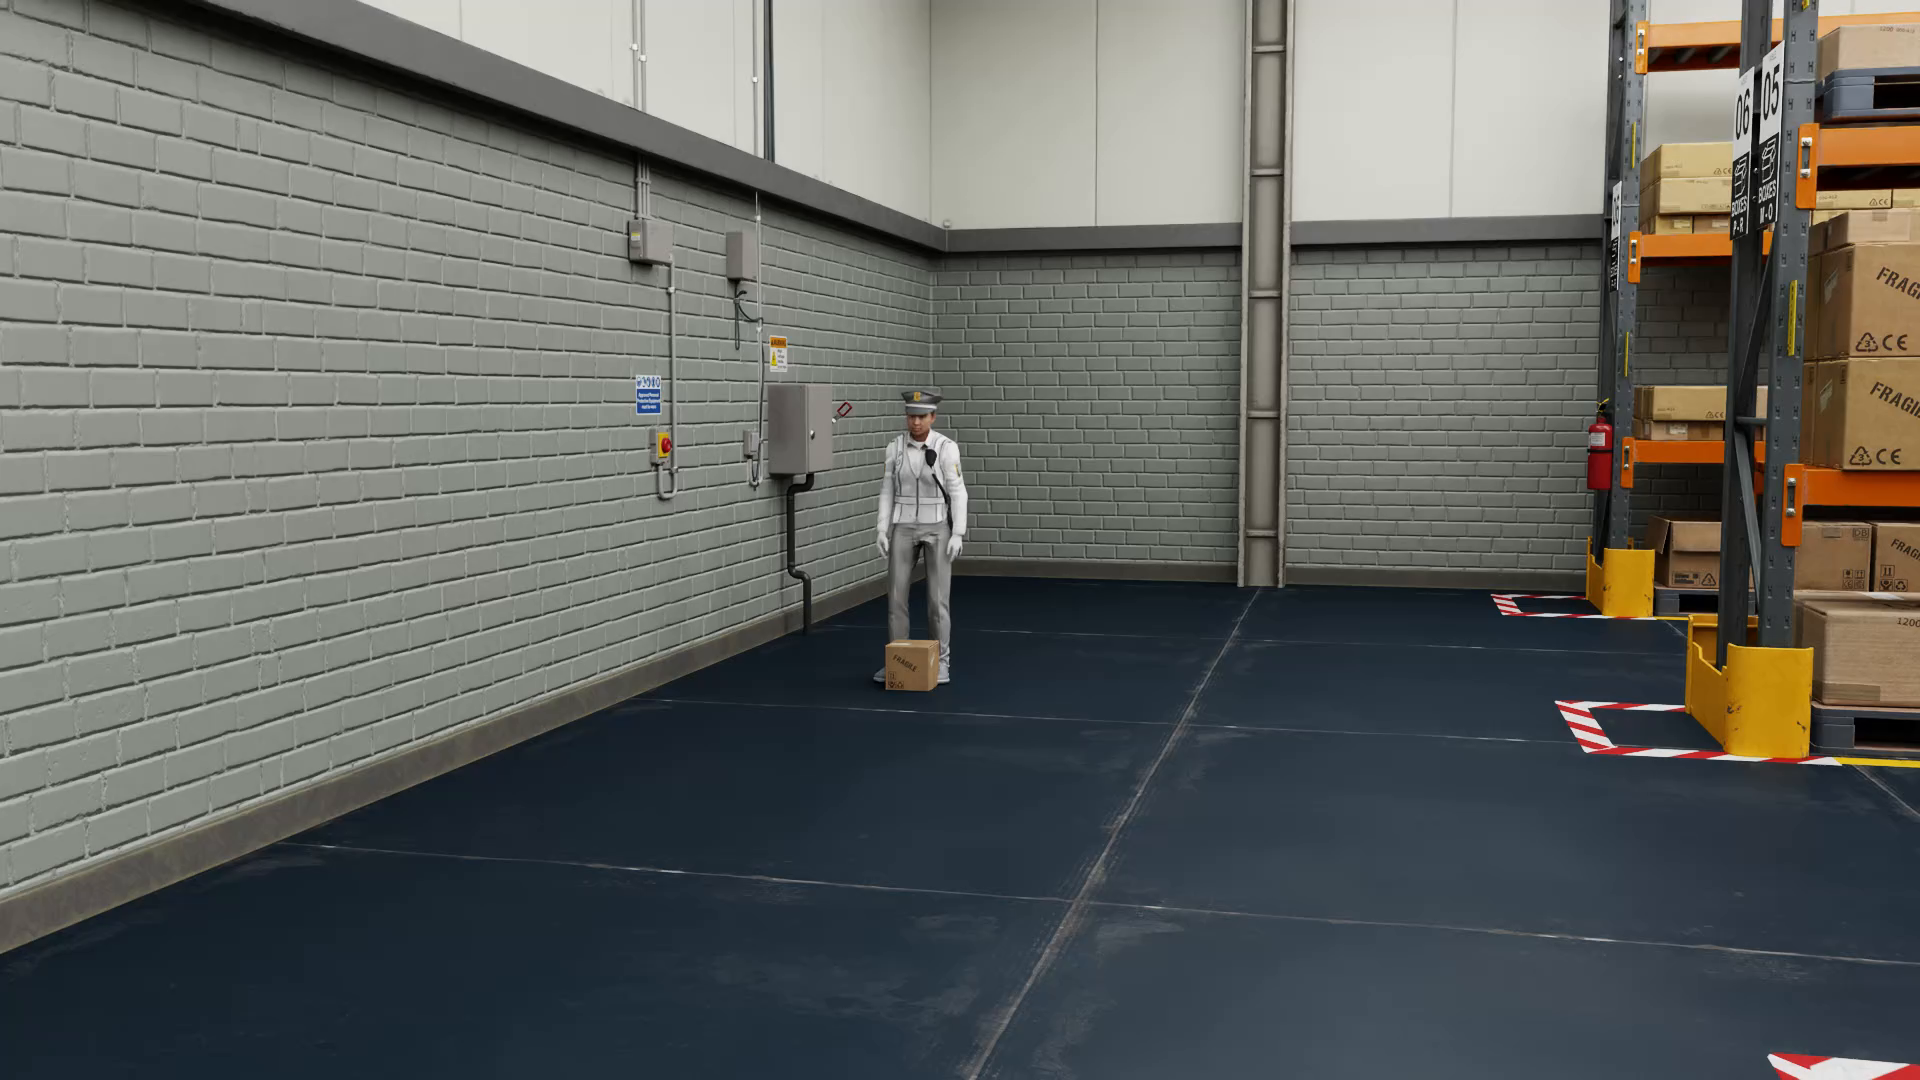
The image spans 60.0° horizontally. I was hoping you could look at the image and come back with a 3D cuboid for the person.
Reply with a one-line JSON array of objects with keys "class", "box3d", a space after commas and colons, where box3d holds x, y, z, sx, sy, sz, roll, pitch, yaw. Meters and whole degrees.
[{"class": "person", "box3d": [-0.222, -0.022, 9.505, 0.528, 1.664, 0.372, 1, 5, 14]}]
